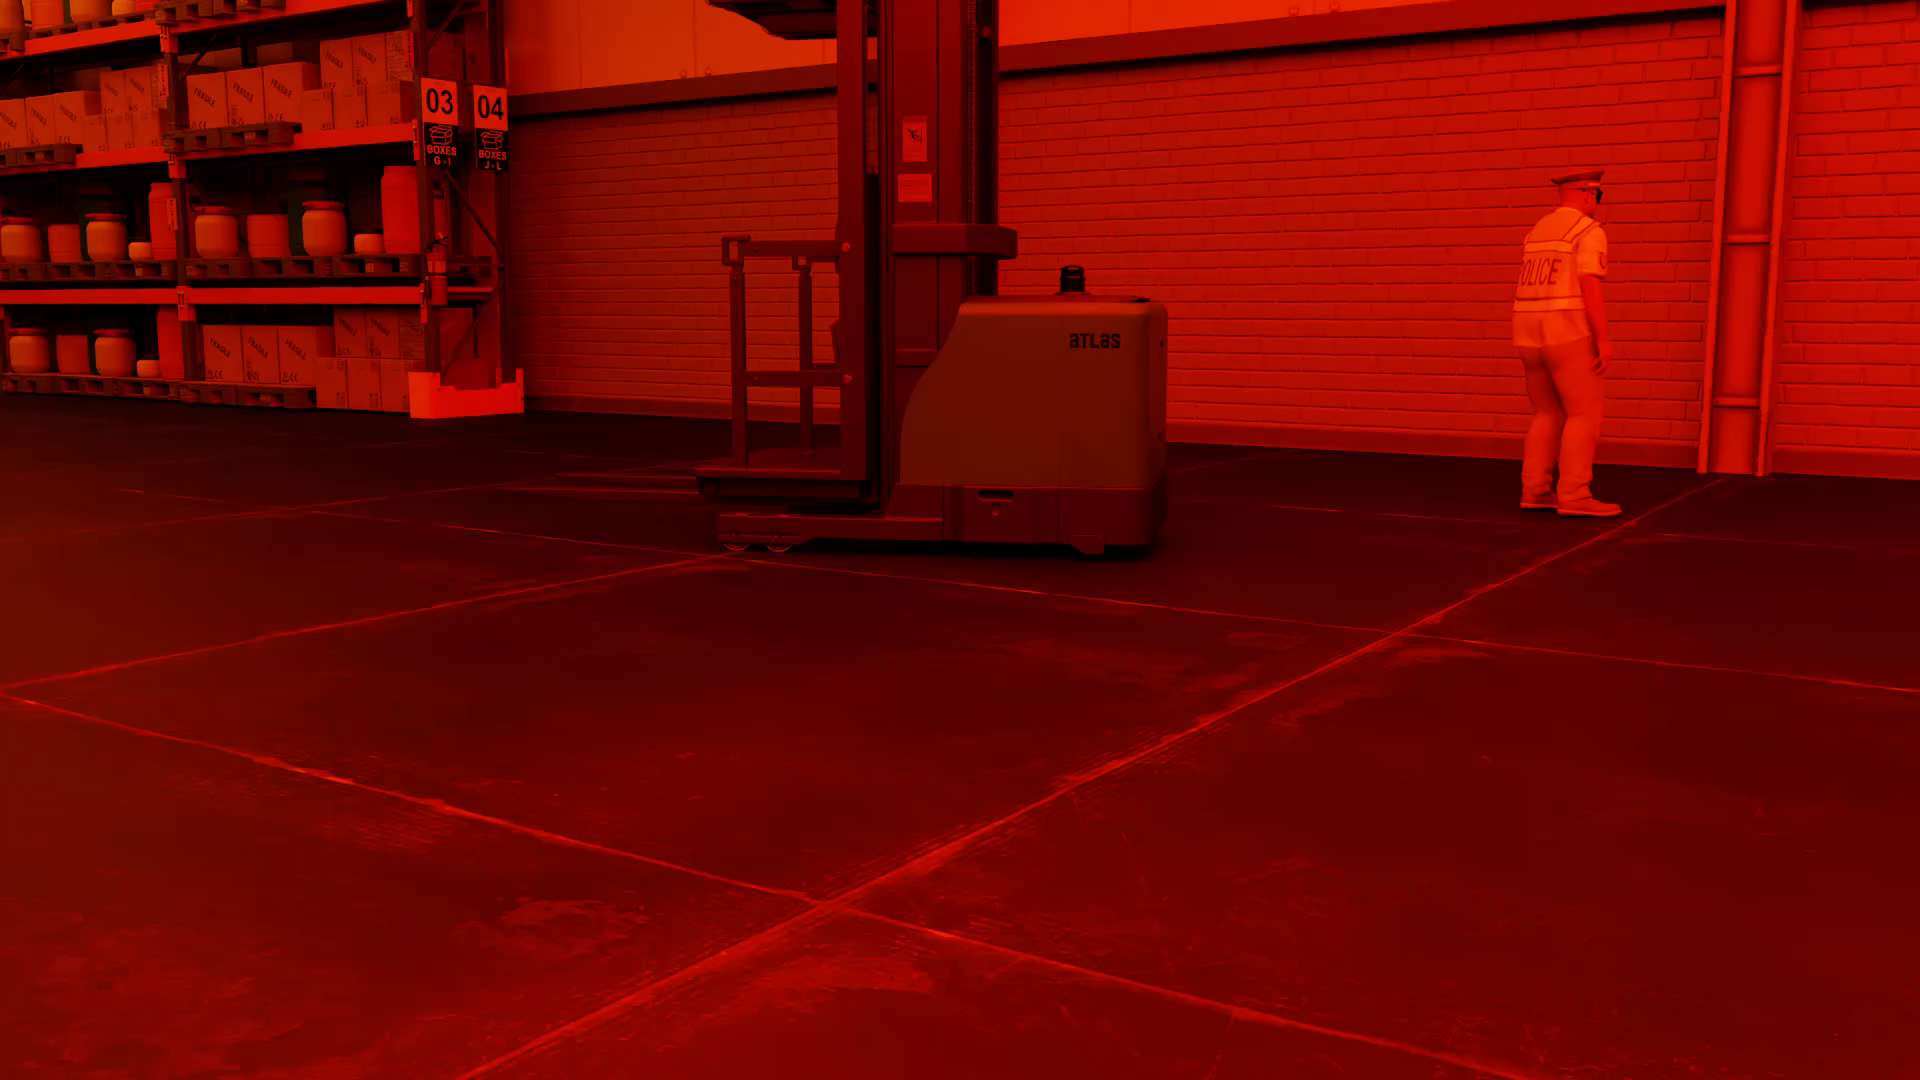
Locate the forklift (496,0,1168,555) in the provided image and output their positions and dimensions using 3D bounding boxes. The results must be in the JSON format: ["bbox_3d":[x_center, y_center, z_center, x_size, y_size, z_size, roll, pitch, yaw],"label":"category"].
[{"bbox_3d":[-0.596,-1.469,7.520,3.031,2.935,1.130,2,8,12],"label":"forklift"}]

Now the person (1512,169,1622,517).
[{"bbox_3d":[3.079,-1.011,8.499,0.443,1.747,0.599,-3,9,-20],"label":"person"}]
